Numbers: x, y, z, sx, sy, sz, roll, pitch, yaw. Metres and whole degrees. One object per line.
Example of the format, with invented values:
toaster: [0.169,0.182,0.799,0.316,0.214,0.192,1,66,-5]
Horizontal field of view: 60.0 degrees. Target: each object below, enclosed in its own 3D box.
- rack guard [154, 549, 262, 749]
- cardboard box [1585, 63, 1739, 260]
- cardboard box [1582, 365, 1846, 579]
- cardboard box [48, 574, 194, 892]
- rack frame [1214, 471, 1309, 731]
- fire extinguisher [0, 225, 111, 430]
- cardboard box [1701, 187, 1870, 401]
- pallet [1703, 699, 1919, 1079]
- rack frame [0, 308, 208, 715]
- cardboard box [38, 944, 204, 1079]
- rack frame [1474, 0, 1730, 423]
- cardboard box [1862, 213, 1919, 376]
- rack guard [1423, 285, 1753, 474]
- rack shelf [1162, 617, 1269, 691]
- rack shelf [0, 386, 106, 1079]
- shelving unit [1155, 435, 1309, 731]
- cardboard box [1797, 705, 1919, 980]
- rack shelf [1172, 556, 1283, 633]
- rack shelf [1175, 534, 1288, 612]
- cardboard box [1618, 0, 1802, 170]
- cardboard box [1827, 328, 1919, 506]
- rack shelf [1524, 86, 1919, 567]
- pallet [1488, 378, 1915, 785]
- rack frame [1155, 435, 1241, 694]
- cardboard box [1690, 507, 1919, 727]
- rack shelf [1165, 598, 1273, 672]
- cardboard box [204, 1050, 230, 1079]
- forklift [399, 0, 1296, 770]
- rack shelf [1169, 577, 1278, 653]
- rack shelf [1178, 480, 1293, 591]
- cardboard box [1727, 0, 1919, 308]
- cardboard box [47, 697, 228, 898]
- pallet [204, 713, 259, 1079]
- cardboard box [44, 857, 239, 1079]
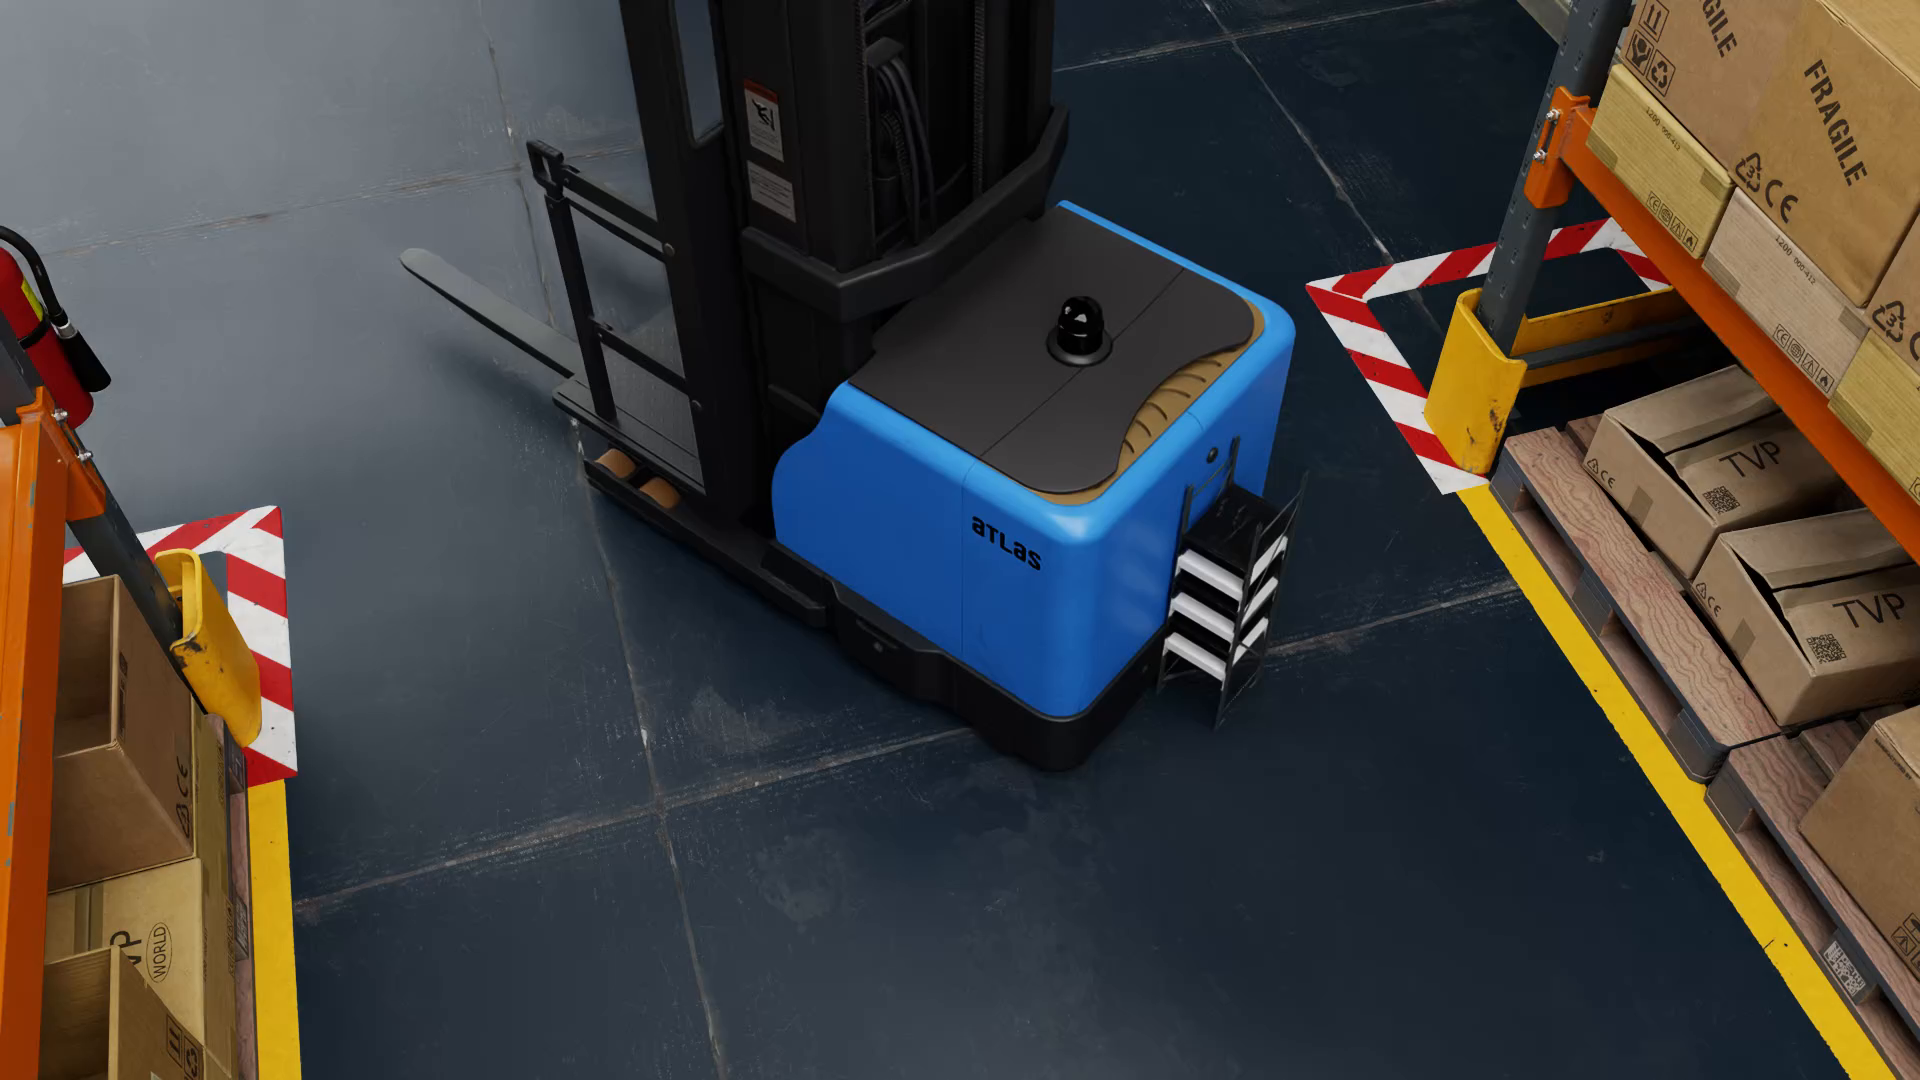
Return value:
rack guard: [-2.605,0.429,4.561,1.175,0.500,0.348,-13,51,-11]
cardboard box: [1.974,-1.011,4.226,0.500,0.250,0.500,-15,51,-12]
cardboard box: [2.251,-0.231,4.954,0.500,0.311,0.500,-19,52,-15]
cardboard box: [-2.155,0.475,3.921,0.500,0.500,0.500,-13,51,-11]
rack frame: [0.808,0.187,4.504,0.006,0.900,0.240,32,57,24]
fire extinguisher: [-2.189,-0.525,3.781,0.296,0.674,0.183,-13,51,-11]
cardboard box: [2.141,-0.635,3.909,0.500,0.250,0.500,-15,51,-12]
pallet: [2.719,0.964,4.300,1.003,0.211,1.213,-13,51,-11]
rack frame: [-2.598,-0.359,3.590,1.000,3.000,0.127,-13,51,-11]
cardboard box: [-1.846,1.202,3.308,0.500,0.500,0.500,-13,51,-11]
rack frame: [2.133,-1.481,4.537,1.000,3.000,0.127,-13,51,-11]
cardboard box: [2.270,-0.523,3.323,0.500,0.500,0.500,-15,51,-12]
rack guard: [2.155,-0.620,5.446,1.175,0.500,0.348,-13,51,-11]
rack shelf: [0.729,0.276,4.708,0.200,0.077,0.258,32,57,24]
rack shelf: [-2.007,1.334,2.634,1.077,0.370,4.000,-13,51,-11]
shelving unit: [0.729,0.139,4.545,0.210,0.900,0.258,32,57,24]
cardboard box: [2.589,0.672,4.069,0.700,0.500,0.500,-16,52,-13]
rack shelf: [0.729,0.102,4.501,0.200,0.077,0.258,32,57,24]
rack shelf: [0.729,0.044,4.432,0.200,0.077,0.258,32,57,24]
cardboard box: [1.987,-1.265,3.949,0.500,0.500,0.500,-13,51,-11]
cardboard box: [2.286,-0.262,3.594,0.500,0.250,0.500,-14,51,-12]
rack shelf: [2.724,0.211,3.581,1.077,0.370,4.000,-13,51,-11]
pallet: [2.362,0.074,5.049,1.003,0.211,1.213,-13,51,-11]
rack frame: [0.650,0.090,4.586,0.006,0.900,0.240,32,57,24]
cardboard box: [2.420,0.185,4.603,0.500,0.311,0.500,-10,51,-8]
rack shelf: [0.729,0.218,4.639,0.200,0.077,0.258,32,57,24]
cardboard box: [-1.848,1.444,3.594,0.500,0.250,0.500,-13,51,-11]
forklift: [-0.568,-1.263,4.398,3.031,2.935,1.130,32,57,24]
rack shelf: [0.729,0.160,4.570,0.200,0.077,0.258,32,57,24]
rack shelf: [0.729,-0.014,4.364,0.200,0.077,0.258,32,57,24]
cardboard box: [2.124,-0.901,3.643,0.500,0.500,0.500,-13,51,-11]
cardboard box: [-2.157,0.717,4.207,0.500,0.250,0.500,-13,51,-11]
pallet: [-2.332,1.089,4.194,1.003,0.211,1.213,-13,51,-11]
cardboard box: [-1.998,1.080,3.902,0.500,0.250,0.500,-13,51,-11]
